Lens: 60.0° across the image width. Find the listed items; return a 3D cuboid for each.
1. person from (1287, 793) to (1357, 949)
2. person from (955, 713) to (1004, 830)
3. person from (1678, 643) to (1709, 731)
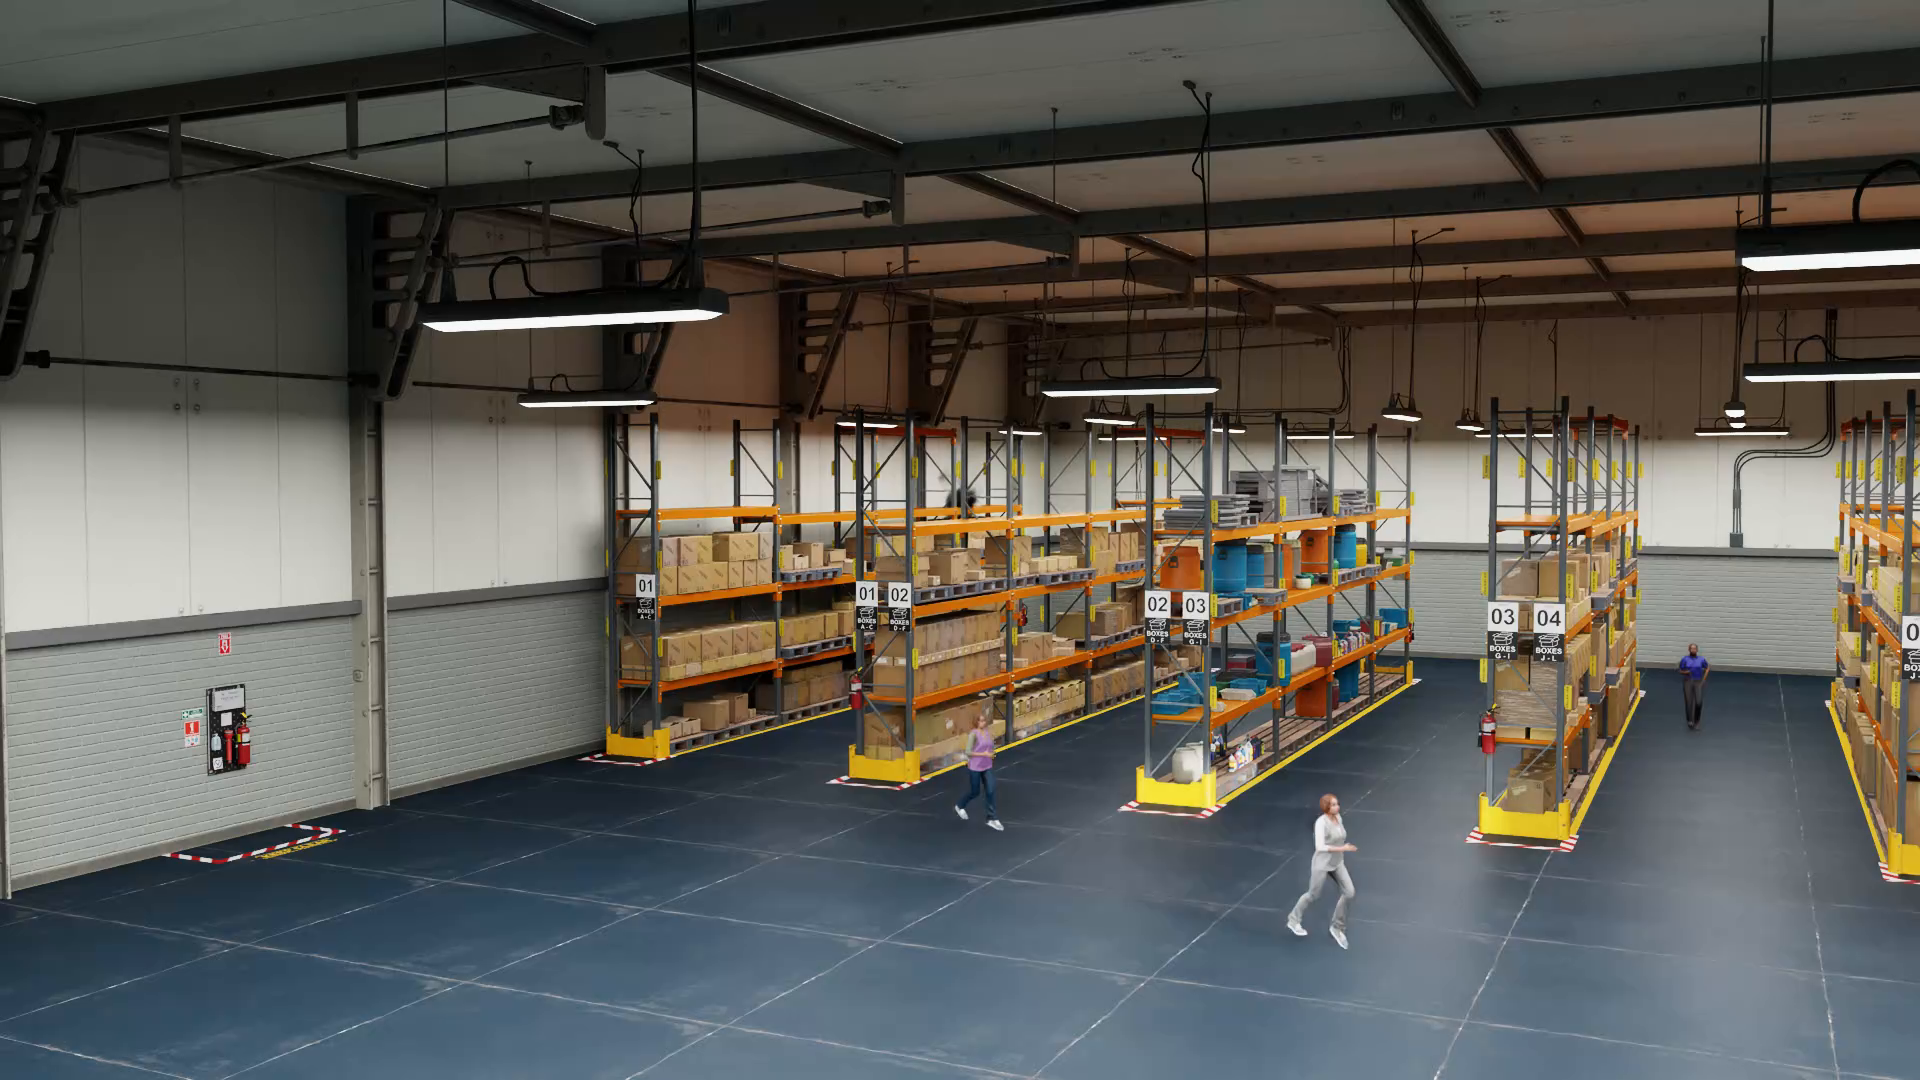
[{"bbox_3d":[3.864,3.463,17.534,0.546,1.619,0.830,-2,3,-38],"label":"person"},{"bbox_3d":[0.264,3.206,23.203,0.537,1.593,0.878,-2,3,-44],"label":"person"},{"bbox_3d":[14.140,2.845,32.047,0.555,1.676,0.665,1,3,23],"label":"person"}]
